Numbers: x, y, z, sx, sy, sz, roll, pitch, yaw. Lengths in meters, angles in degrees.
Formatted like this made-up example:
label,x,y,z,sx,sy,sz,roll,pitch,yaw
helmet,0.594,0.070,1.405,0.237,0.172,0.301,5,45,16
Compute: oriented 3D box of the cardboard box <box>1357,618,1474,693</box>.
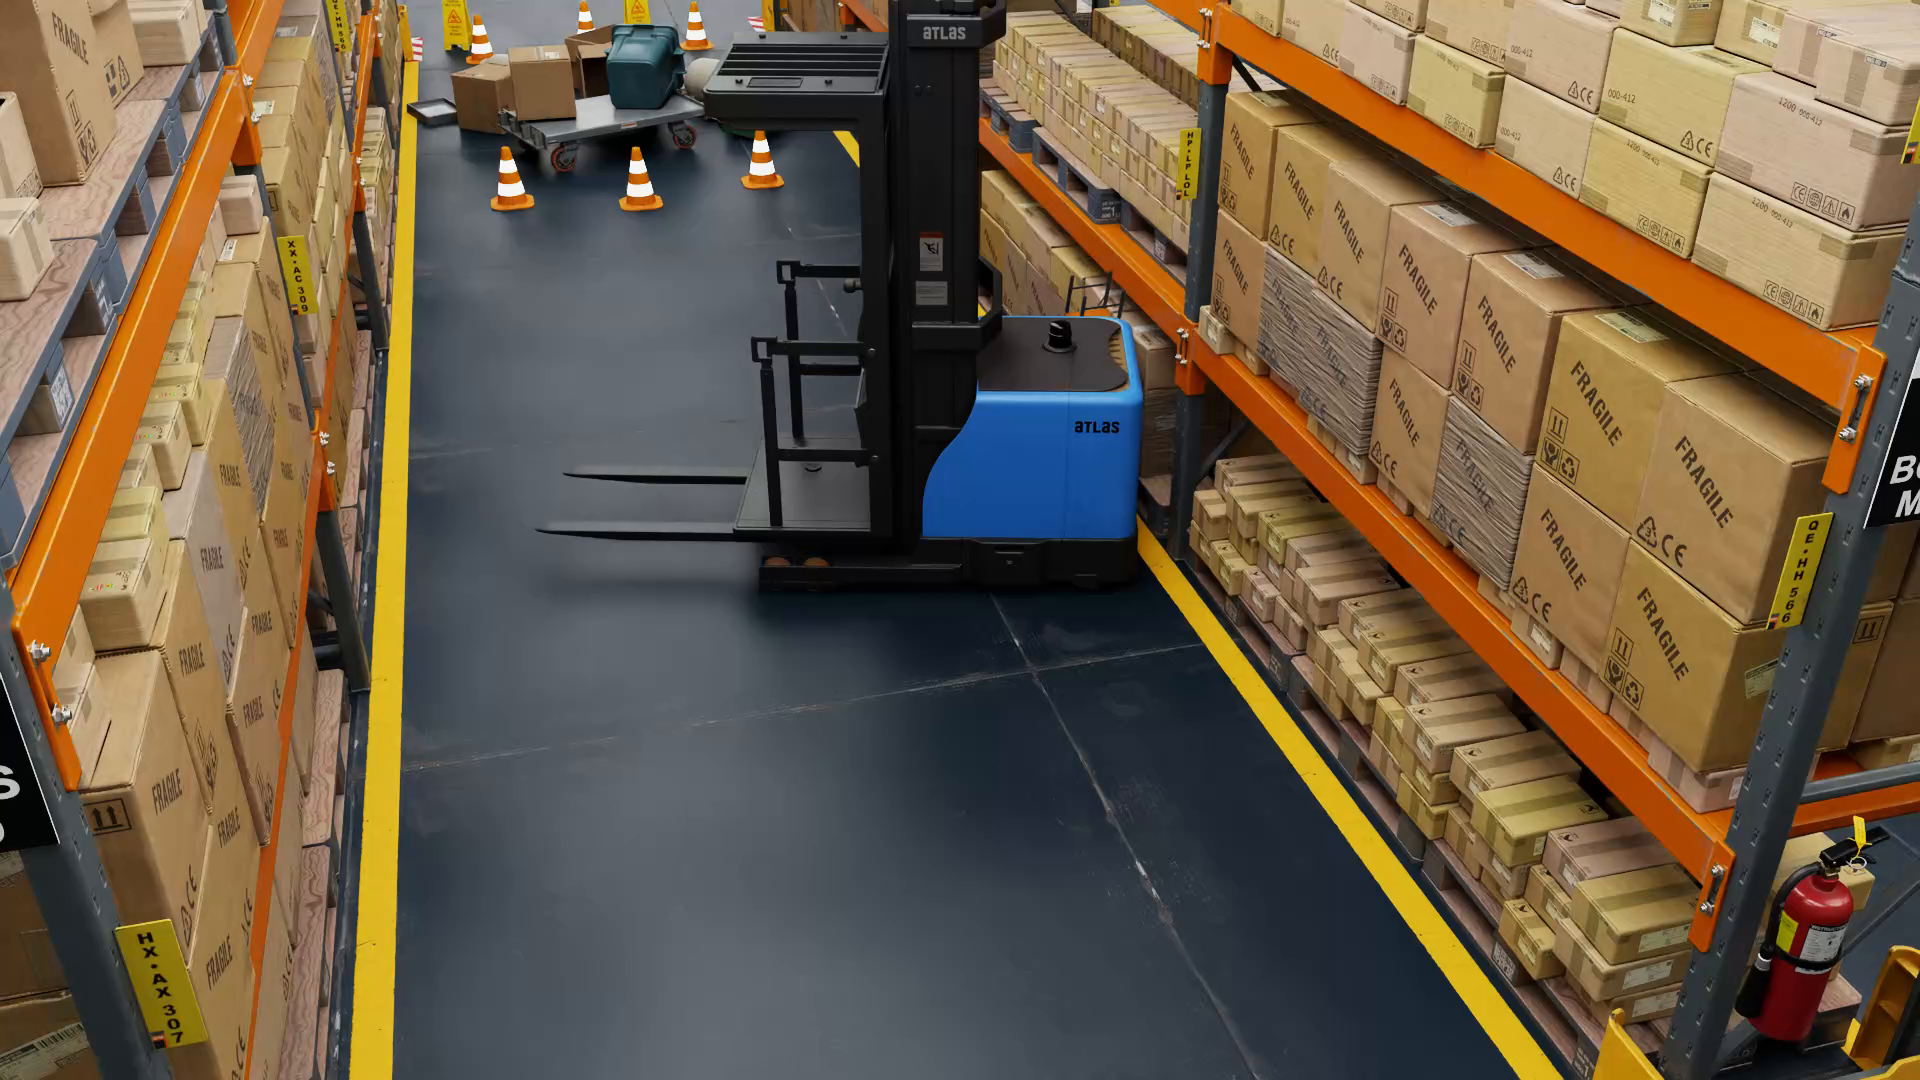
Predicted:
label,x,y,z,sx,sy,sz,roll,pitch,yaw
cardboard box,1.852,0.469,6.777,0.380,0.149,0.250,-8,31,-13

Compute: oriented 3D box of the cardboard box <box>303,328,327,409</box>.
label,x,y,z,sx,sy,sz,roll,pitch,yaw
cardboard box,-3.038,-0.753,7.206,0.500,0.250,0.500,-9,31,-14

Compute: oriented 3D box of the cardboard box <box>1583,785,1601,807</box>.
label,x,y,z,sx,sy,sz,roll,pitch,yaw
cardboard box,2.618,1.038,6.388,0.380,0.149,0.250,-7,31,-13

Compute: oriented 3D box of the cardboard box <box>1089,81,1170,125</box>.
label,x,y,z,sx,sy,sz,roll,pitch,yaw
cardboard box,0.930,-2.405,9.149,0.380,0.149,0.250,-9,31,-16

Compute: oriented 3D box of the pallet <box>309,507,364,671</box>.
label,x,y,z,sx,sy,sz,roll,pitch,yaw
pallet,-3.453,0.274,8.066,1.003,0.211,1.213,-8,31,-13

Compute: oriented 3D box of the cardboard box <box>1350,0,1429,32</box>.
label,x,y,z,sx,sy,sz,roll,pitch,yaw
cardboard box,1.715,-1.977,5.827,0.500,0.250,0.500,-7,31,-12

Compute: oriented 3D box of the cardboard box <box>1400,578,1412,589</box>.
label,x,y,z,sx,sy,sz,roll,pitch,yaw
cardboard box,2.191,0.267,7.425,0.380,0.149,0.250,-7,31,-12

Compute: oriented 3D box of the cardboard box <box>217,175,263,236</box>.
label,x,y,z,sx,sy,sz,roll,pitch,yaw
cardboard box,-2.787,-1.221,6.119,0.380,0.149,0.250,-8,31,-14

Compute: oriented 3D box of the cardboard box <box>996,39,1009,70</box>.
label,x,y,z,sx,sy,sz,roll,pitch,yaw
cardboard box,0.443,-3.151,10.734,0.380,0.149,0.250,-6,31,-11

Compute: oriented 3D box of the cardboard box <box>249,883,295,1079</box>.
label,x,y,z,sx,sy,sz,roll,pitch,yaw
cardboard box,-2.636,1.542,5.229,0.875,0.438,0.875,-7,31,-12

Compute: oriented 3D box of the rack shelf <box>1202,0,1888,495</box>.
label,x,y,z,sx,sy,sz,roll,pitch,yaw
rack shelf,2.101,-1.298,5.722,1.077,0.370,4.000,-8,31,-13

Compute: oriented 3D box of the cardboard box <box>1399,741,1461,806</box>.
label,x,y,z,sx,sy,sz,roll,pitch,yaw
cardboard box,1.927,0.862,6.396,0.380,0.149,0.250,-7,31,-13

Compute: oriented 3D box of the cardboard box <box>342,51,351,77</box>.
label,x,y,z,sx,sy,sz,roll,pitch,yaw
cardboard box,-4.268,-3.172,11.067,0.380,0.149,0.250,-8,31,-13

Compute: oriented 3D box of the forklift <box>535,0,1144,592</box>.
label,x,y,z,sx,sy,sz,roll,pitch,yaw
forklift,-0.624,-1.276,8.028,3.031,2.935,1.130,1,30,1

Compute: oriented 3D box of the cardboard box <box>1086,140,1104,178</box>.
label,x,y,z,sx,sy,sz,roll,pitch,yaw
cardboard box,0.925,-2.145,9.292,0.380,0.149,0.250,-7,31,-11

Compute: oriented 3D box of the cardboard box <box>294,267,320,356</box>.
label,x,y,z,sx,sy,sz,roll,pitch,yaw
cardboard box,-3.020,-0.972,7.085,0.500,0.250,0.500,-9,31,-15

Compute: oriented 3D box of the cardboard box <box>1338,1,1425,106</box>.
label,x,y,z,sx,sy,sz,roll,pitch,yaw
cardboard box,1.700,-1.757,5.947,0.500,0.250,0.500,-7,31,-11

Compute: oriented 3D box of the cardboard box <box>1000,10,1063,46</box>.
label,x,y,z,sx,sy,sz,roll,pitch,yaw
cardboard box,0.446,-3.289,10.675,0.380,0.149,0.250,-8,31,-13

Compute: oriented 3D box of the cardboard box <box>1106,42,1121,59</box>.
label,x,y,z,sx,sy,sz,roll,pitch,yaw
cardboard box,1.151,-3.104,10.653,0.380,0.149,0.250,-7,31,-11

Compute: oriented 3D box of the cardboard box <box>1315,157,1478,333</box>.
label,x,y,z,sx,sy,sz,roll,pitch,yaw
cardboard box,1.711,-1.136,6.323,0.500,0.500,0.500,-7,31,-12

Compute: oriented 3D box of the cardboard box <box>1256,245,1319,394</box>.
label,x,y,z,sx,sy,sz,roll,pitch,yaw
cardboard box,1.597,-0.939,6.981,0.500,0.500,0.500,-8,31,-13

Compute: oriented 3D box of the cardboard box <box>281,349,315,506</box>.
label,x,y,z,sx,sy,sz,roll,pitch,yaw
cardboard box,-2.806,-0.424,6.388,0.500,0.500,0.500,-8,31,-13

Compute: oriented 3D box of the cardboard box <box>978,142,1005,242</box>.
label,x,y,z,sx,sy,sz,roll,pitch,yaw
cardboard box,0.434,-2.723,12.287,1.050,0.750,0.750,-8,31,-14

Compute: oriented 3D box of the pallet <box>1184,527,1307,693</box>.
label,x,y,z,sx,sy,sz,roll,pitch,yaw
pallet,1.783,0.249,8.109,1.003,0.211,1.213,-8,31,-13

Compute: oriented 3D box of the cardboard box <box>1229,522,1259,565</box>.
label,x,y,z,sx,sy,sz,roll,pitch,yaw
cardboard box,1.512,-0.026,7.930,0.380,0.149,0.250,-8,31,-13

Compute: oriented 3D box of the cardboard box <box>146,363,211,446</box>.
label,x,y,z,sx,sy,sz,roll,pitch,yaw
cardboard box,-2.312,-0.358,4.629,0.380,0.149,0.250,-9,31,-14

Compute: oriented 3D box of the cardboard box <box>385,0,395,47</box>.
label,x,y,z,sx,sy,sz,roll,pitch,yaw
cardboard box,-5.627,-4.834,15.684,0.500,0.500,0.500,-9,31,-14

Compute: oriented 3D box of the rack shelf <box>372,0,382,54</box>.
label,x,y,z,sx,sy,sz,roll,pitch,yaw
rack shelf,-5.830,-5.089,15.266,1.077,0.370,4.000,-8,31,-13

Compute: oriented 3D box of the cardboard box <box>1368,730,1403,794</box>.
label,x,y,z,sx,sy,sz,roll,pitch,yaw
cardboard box,1.879,0.863,6.691,0.380,0.149,0.250,-7,31,-12

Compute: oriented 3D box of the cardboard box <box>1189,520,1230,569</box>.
label,x,y,z,sx,sy,sz,roll,pitch,yaw
cardboard box,1.357,-0.007,8.194,0.380,0.149,0.250,-9,31,-15

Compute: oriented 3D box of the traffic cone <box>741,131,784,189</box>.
label,x,y,z,sx,sy,sz,roll,pitch,yaw
traffic cone,-1.653,-3.195,13.808,0.336,0.463,0.334,-8,31,-13

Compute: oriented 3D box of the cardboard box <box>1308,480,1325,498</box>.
label,x,y,z,sx,sy,sz,roll,pitch,yaw
cardboard box,1.916,-0.345,8.185,0.380,0.149,0.250,-7,31,-12

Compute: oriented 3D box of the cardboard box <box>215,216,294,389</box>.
label,x,y,z,sx,sy,sz,roll,pitch,yaw
cardboard box,-2.784,-0.855,6.135,0.500,0.500,0.500,-8,31,-14

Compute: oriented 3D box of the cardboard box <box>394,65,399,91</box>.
label,x,y,z,sx,sy,sz,roll,pitch,yaw
cardboard box,-5.491,-4.259,15.439,0.500,0.250,0.500,-8,31,-14

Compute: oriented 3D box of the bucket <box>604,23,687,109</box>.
label,x,y,z,sx,sy,sz,roll,pitch,yaw
bucket,-2.812,-4.141,14.661,0.726,0.611,0.620,2,40,4

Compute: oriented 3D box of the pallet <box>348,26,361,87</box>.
label,x,y,z,sx,sy,sz,roll,pitch,yaw
pallet,-4.802,-3.370,11.769,1.003,0.211,1.213,-8,31,-13

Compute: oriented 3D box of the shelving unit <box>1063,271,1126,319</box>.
label,x,y,z,sx,sy,sz,roll,pitch,yaw
shelving unit,0.673,-0.917,9.127,0.258,1.200,0.189,-10,47,-16

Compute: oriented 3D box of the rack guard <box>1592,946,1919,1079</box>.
label,x,y,z,sx,sy,sz,roll,pitch,yaw
rack guard,2.612,1.700,5.314,1.175,0.500,0.348,-8,31,-13

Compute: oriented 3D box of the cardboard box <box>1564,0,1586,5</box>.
label,x,y,z,sx,sy,sz,roll,pitch,yaw
cardboard box,1.951,-1.712,4.972,0.380,0.149,0.250,-7,31,-12

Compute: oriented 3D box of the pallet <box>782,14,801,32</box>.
label,x,y,z,sx,sy,sz,roll,pitch,yaw
pallet,-1.327,-5.490,18.025,1.003,0.211,1.213,-8,31,-13

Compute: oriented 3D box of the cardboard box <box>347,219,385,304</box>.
label,x,y,z,sx,sy,sz,roll,pitch,yaw
cardboard box,-4.377,-1.821,11.106,0.950,0.372,0.625,-10,32,-17

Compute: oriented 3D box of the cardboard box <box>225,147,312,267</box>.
label,x,y,z,sx,sy,sz,roll,pitch,yaw
cardboard box,-3.015,-1.297,6.899,0.500,0.500,0.500,-7,31,-13

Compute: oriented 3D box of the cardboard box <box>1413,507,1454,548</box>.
label,x,y,z,sx,sy,sz,roll,pitch,yaw
cardboard box,1.930,-0.116,6.208,0.380,0.149,0.250,-7,31,-12

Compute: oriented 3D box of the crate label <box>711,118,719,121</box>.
label,x,y,z,sx,sy,sz,roll,pitch,yaw
crate label,-2.275,-4.012,15.545,0.250,0.136,0.298,19,35,29

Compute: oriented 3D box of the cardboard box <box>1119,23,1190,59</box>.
label,x,y,z,sx,sy,sz,roll,pitch,yaw
cardboard box,1.215,-3.116,10.377,0.380,0.149,0.250,-7,31,-12

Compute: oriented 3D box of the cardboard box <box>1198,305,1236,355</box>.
label,x,y,z,sx,sy,sz,roll,pitch,yaw
cardboard box,1.330,-0.988,7.714,0.380,0.149,0.250,-7,31,-11

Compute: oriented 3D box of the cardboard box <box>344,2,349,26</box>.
label,x,y,z,sx,sy,sz,roll,pitch,yaw
cardboard box,-4.426,-3.610,11.177,0.500,0.500,0.500,-7,31,-12

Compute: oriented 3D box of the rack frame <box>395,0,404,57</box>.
label,x,y,z,sx,sy,sz,roll,pitch,yaw
rack frame,-6.360,-6.366,16.754,1.000,3.000,0.127,-8,31,-13

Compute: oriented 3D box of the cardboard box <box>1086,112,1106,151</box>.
label,x,y,z,sx,sy,sz,roll,pitch,yaw
cardboard box,0.921,-2.281,9.231,0.380,0.149,0.250,-8,31,-13

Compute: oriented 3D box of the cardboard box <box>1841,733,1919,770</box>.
label,x,y,z,sx,sy,sz,roll,pitch,yaw
cardboard box,2.862,0.563,5.033,0.380,0.149,0.250,-8,31,-14

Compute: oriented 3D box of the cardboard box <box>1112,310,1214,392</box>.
label,x,y,z,sx,sy,sz,roll,pitch,yaw
cardboard box,1.129,-1.028,8.859,0.500,0.250,0.500,-9,31,-15

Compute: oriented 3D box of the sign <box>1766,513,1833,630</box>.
label,x,y,z,sx,sy,sz,roll,pitch,yaw
sign,2.092,0.081,4.145,0.100,0.325,0.005,-8,31,-13

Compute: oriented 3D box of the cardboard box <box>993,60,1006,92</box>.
label,x,y,z,sx,sy,sz,roll,pitch,yaw
cardboard box,0.433,-3.039,10.838,0.380,0.149,0.250,-8,31,-14
